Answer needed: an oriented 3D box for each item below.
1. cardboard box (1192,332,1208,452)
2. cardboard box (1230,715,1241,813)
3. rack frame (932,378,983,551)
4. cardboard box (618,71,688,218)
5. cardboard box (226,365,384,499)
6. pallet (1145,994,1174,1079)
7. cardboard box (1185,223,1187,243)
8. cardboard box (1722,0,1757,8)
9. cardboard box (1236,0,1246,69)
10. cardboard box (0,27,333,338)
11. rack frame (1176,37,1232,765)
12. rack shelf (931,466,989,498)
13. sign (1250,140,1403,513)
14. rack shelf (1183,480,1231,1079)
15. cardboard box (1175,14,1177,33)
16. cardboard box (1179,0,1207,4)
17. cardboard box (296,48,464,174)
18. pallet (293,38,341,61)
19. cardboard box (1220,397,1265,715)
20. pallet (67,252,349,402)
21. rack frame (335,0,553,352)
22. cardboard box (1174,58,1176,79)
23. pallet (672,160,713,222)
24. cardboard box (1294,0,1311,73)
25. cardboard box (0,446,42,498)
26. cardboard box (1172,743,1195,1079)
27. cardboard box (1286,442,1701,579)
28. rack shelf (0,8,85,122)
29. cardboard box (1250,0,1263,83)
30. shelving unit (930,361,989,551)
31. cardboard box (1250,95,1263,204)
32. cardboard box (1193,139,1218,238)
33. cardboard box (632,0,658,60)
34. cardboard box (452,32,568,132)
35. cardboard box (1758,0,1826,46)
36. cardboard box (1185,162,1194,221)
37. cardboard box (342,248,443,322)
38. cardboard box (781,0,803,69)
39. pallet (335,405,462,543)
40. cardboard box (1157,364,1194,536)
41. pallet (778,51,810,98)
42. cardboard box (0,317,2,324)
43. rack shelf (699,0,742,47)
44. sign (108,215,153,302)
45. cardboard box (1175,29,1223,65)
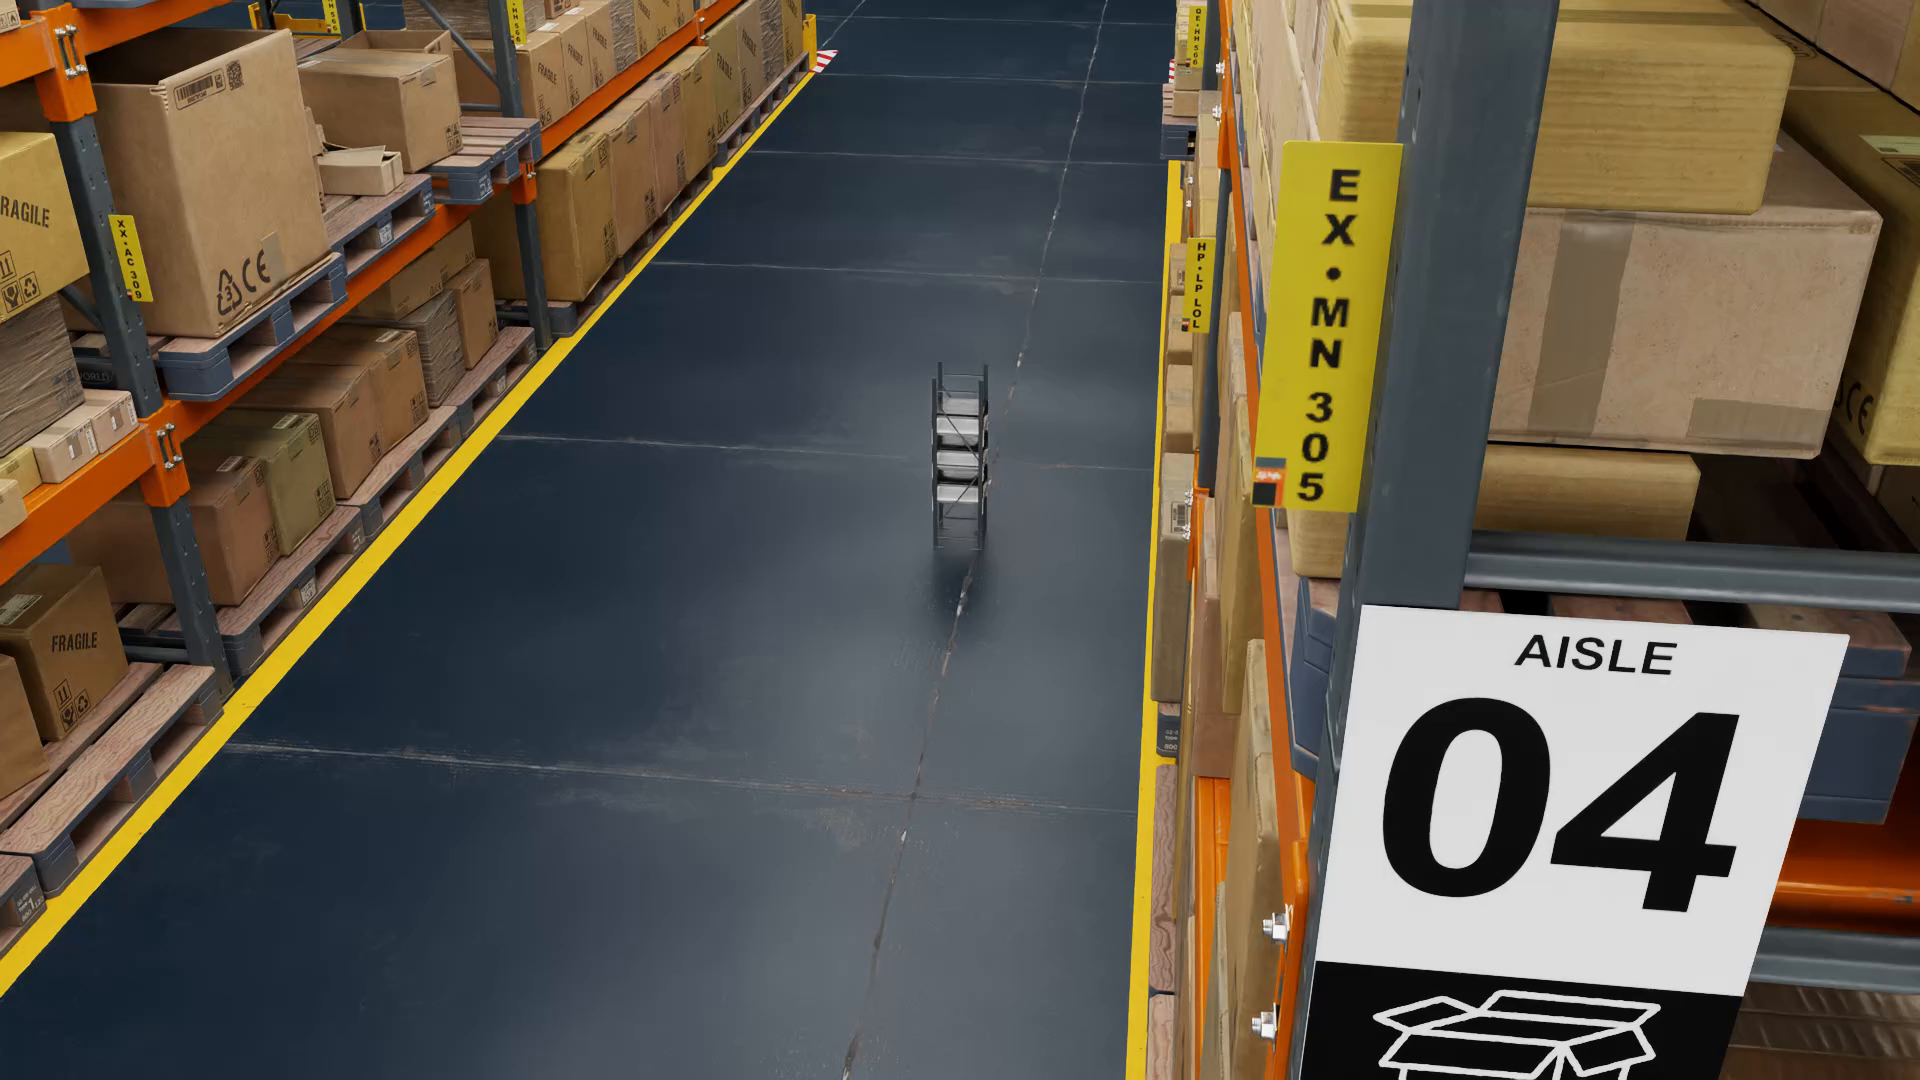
[{"bbox_3d":[1.132,-0.645,6.180,0.500,0.500,0.500,3,28,6],"label":"cardboard box"},{"bbox_3d":[1.107,0.531,3.944,0.875,0.550,0.500,3,28,6],"label":"cardboard box"},{"bbox_3d":[-0.011,-0.352,7.955,0.240,0.900,0.006,3,28,6],"label":"rack frame"},{"bbox_3d":[-2.764,-2.968,12.394,1.225,0.875,0.875,2,28,4],"label":"cardboard box"},{"bbox_3d":[-3.335,-0.544,8.268,0.700,0.500,0.500,1,28,2],"label":"cardboard box"},{"bbox_3d":[1.016,1.817,4.655,1.003,0.211,1.213,3,28,6],"label":"pallet"},{"bbox_3d":[1.712,-1.877,10.763,0.500,0.500,0.500,4,29,8],"label":"cardboard box"},{"bbox_3d":[1.279,-0.761,2.633,0.500,0.250,0.500,3,28,6],"label":"cardboard box"},{"bbox_3d":[0.829,-1.148,3.773,0.380,0.149,0.250,3,28,5],"label":"cardboard box"},{"bbox_3d":[-3.340,-1.491,6.779,1.000,1.000,1.000,4,29,7],"label":"cardboard box"},{"bbox_3d":[1.334,-0.340,5.719,1.000,3.000,0.127,3,28,6],"label":"rack frame"},{"bbox_3d":[0.001,-0.291,8.102,0.258,0.077,0.200,3,28,6],"label":"rack shelf"},{"bbox_3d":[0.307,-0.171,1.392,0.100,0.325,0.005,3,28,6],"label":"sign"},{"bbox_3d":[1.089,0.918,4.142,1.077,0.370,4.000,3,28,6],"label":"rack shelf"},{"bbox_3d":[1.684,-3.535,11.472,0.380,0.149,0.250,2,28,4],"label":"cardboard box"},{"bbox_3d":[1.558,-3.297,10.402,0.380,0.149,0.250,3,28,6],"label":"cardboard box"},{"bbox_3d":[-3.082,-2.263,8.739,0.700,0.500,0.500,8,29,14],"label":"cardboard box"},{"bbox_3d":[-7.161,-4.999,17.306,1.003,0.211,1.213,3,28,6],"label":"pallet"},{"bbox_3d":[1.043,0.052,3.694,0.875,0.550,0.500,3,28,6],"label":"cardboard box"},{"bbox_3d":[-3.339,-0.943,7.040,1.003,0.211,1.213,3,28,6],"label":"pallet"},{"bbox_3d":[-3.087,-2.559,9.837,1.000,3.000,0.127,3,28,6],"label":"rack frame"},{"bbox_3d":[1.463,-2.813,9.817,0.380,0.149,0.250,4,29,8],"label":"cardboard box"},{"bbox_3d":[-2.616,-2.847,13.311,1.003,0.211,1.213,3,28,6],"label":"pallet"},{"bbox_3d":[0.611,-0.664,2.032,0.380,0.149,0.250,4,29,7],"label":"cardboard box"},{"bbox_3d":[-3.442,-0.216,5.753,0.380,0.149,0.250,3,28,6],"label":"cardboard box"},{"bbox_3d":[1.080,1.127,4.793,0.875,0.875,0.875,4,29,7],"label":"cardboard box"},{"bbox_3d":[0.548,-0.072,1.776,0.380,0.149,0.250,3,28,6],"label":"cardboard box"},{"bbox_3d":[-3.822,-0.738,4.054,1.077,0.370,4.000,3,28,6],"label":"rack shelf"},{"bbox_3d":[0.813,-1.027,3.128,0.500,0.250,0.500,4,29,7],"label":"cardboard box"},{"bbox_3d":[0.001,-0.400,8.044,0.258,0.900,0.210,3,28,6],"label":"shelving unit"},{"bbox_3d":[0.704,-0.670,2.886,0.380,0.149,0.250,4,29,7],"label":"cardboard box"},{"bbox_3d":[1.379,-1.595,7.942,0.500,0.500,0.500,3,28,6],"label":"cardboard box"},{"bbox_3d":[-2.507,-3.771,11.981,0.500,0.500,0.500,3,28,6],"label":"cardboard box"},{"bbox_3d":[-2.757,-2.816,10.209,0.500,0.500,0.500,4,29,8],"label":"cardboard box"},{"bbox_3d":[1.295,-0.743,2.180,0.380,0.149,0.250,4,29,7],"label":"cardboard box"},{"bbox_3d":[1.698,-2.213,10.597,0.500,0.250,0.500,4,29,7],"label":"cardboard box"},{"bbox_3d":[-3.194,-1.415,9.095,0.500,0.250,0.500,7,29,12],"label":"cardboard box"},{"bbox_3d":[-2.105,-5.268,16.664,0.875,0.875,0.875,3,28,6],"label":"cardboard box"},{"bbox_3d":[-3.336,-0.391,8.753,1.003,0.211,1.213,3,28,6],"label":"pallet"},{"bbox_3d":[1.442,-0.286,7.547,1.050,0.750,0.750,3,28,6],"label":"cardboard box"},{"bbox_3d":[-2.127,-4.716,16.781,1.003,0.211,1.213,3,28,6],"label":"pallet"},{"bbox_3d":[-3.419,-0.828,5.151,0.500,0.500,0.500,3,28,6],"label":"cardboard box"},{"bbox_3d":[-2.351,-5.066,15.250,1.077,0.370,4.000,3,28,6],"label":"rack shelf"},{"bbox_3d":[-3.037,-1.029,6.085,0.100,0.325,0.005,3,28,6],"label":"sign"},{"bbox_3d":[1.429,-2.817,9.510,0.380,0.149,0.250,2,28,4],"label":"cardboard box"}]
